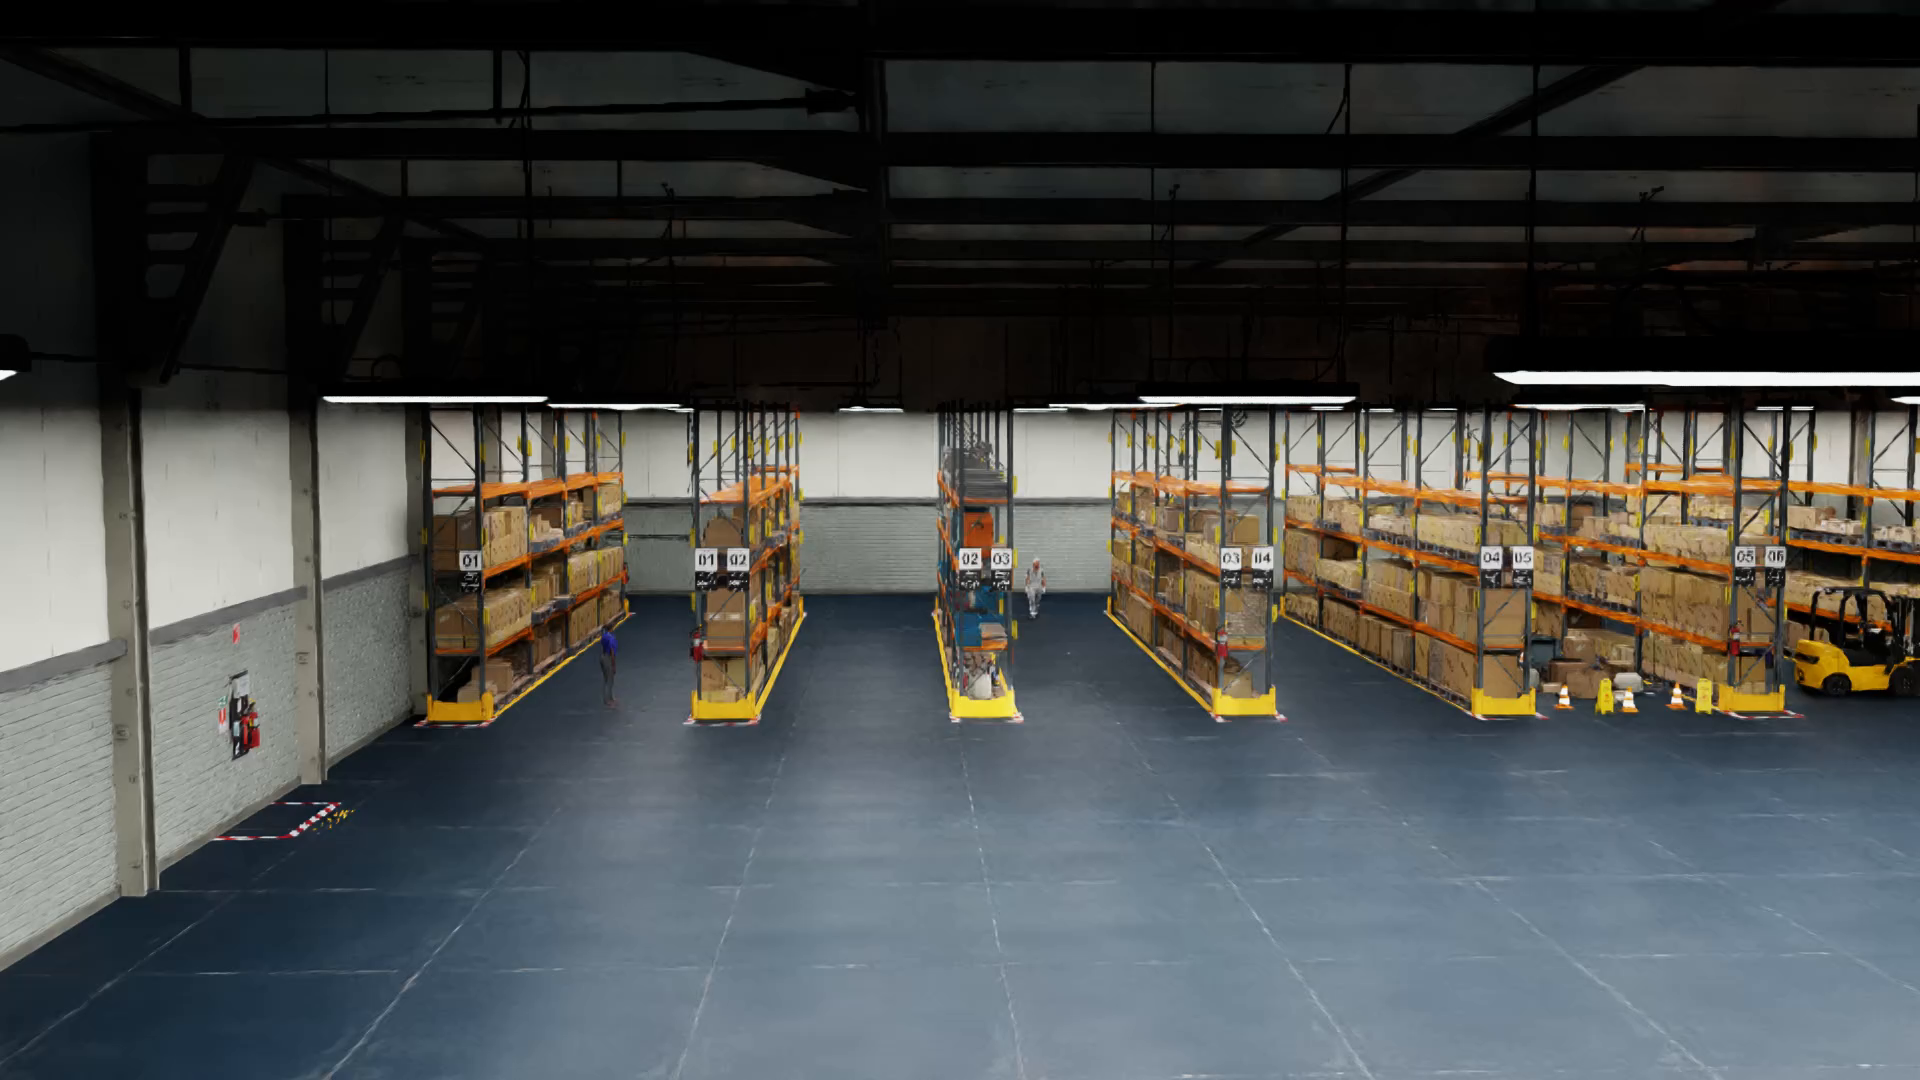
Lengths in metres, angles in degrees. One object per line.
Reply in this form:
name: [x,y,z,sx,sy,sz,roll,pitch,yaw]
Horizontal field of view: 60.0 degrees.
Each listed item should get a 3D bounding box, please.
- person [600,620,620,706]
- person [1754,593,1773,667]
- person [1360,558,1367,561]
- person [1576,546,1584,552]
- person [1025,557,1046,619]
person: [-6.865,2.409,32.675,0.422,1.648,0.502,-3,5,-32]
person: [18.186,2.022,37.787,0.562,1.643,0.605,2,5,25]
person: [11.370,1.316,46.848,0.441,1.683,0.553,-2,5,-25]
person: [18.450,1.081,49.313,0.387,1.780,0.652,-3,5,-35]
person: [2.121,1.321,46.483,0.550,1.707,1.109,0,4,-4]
